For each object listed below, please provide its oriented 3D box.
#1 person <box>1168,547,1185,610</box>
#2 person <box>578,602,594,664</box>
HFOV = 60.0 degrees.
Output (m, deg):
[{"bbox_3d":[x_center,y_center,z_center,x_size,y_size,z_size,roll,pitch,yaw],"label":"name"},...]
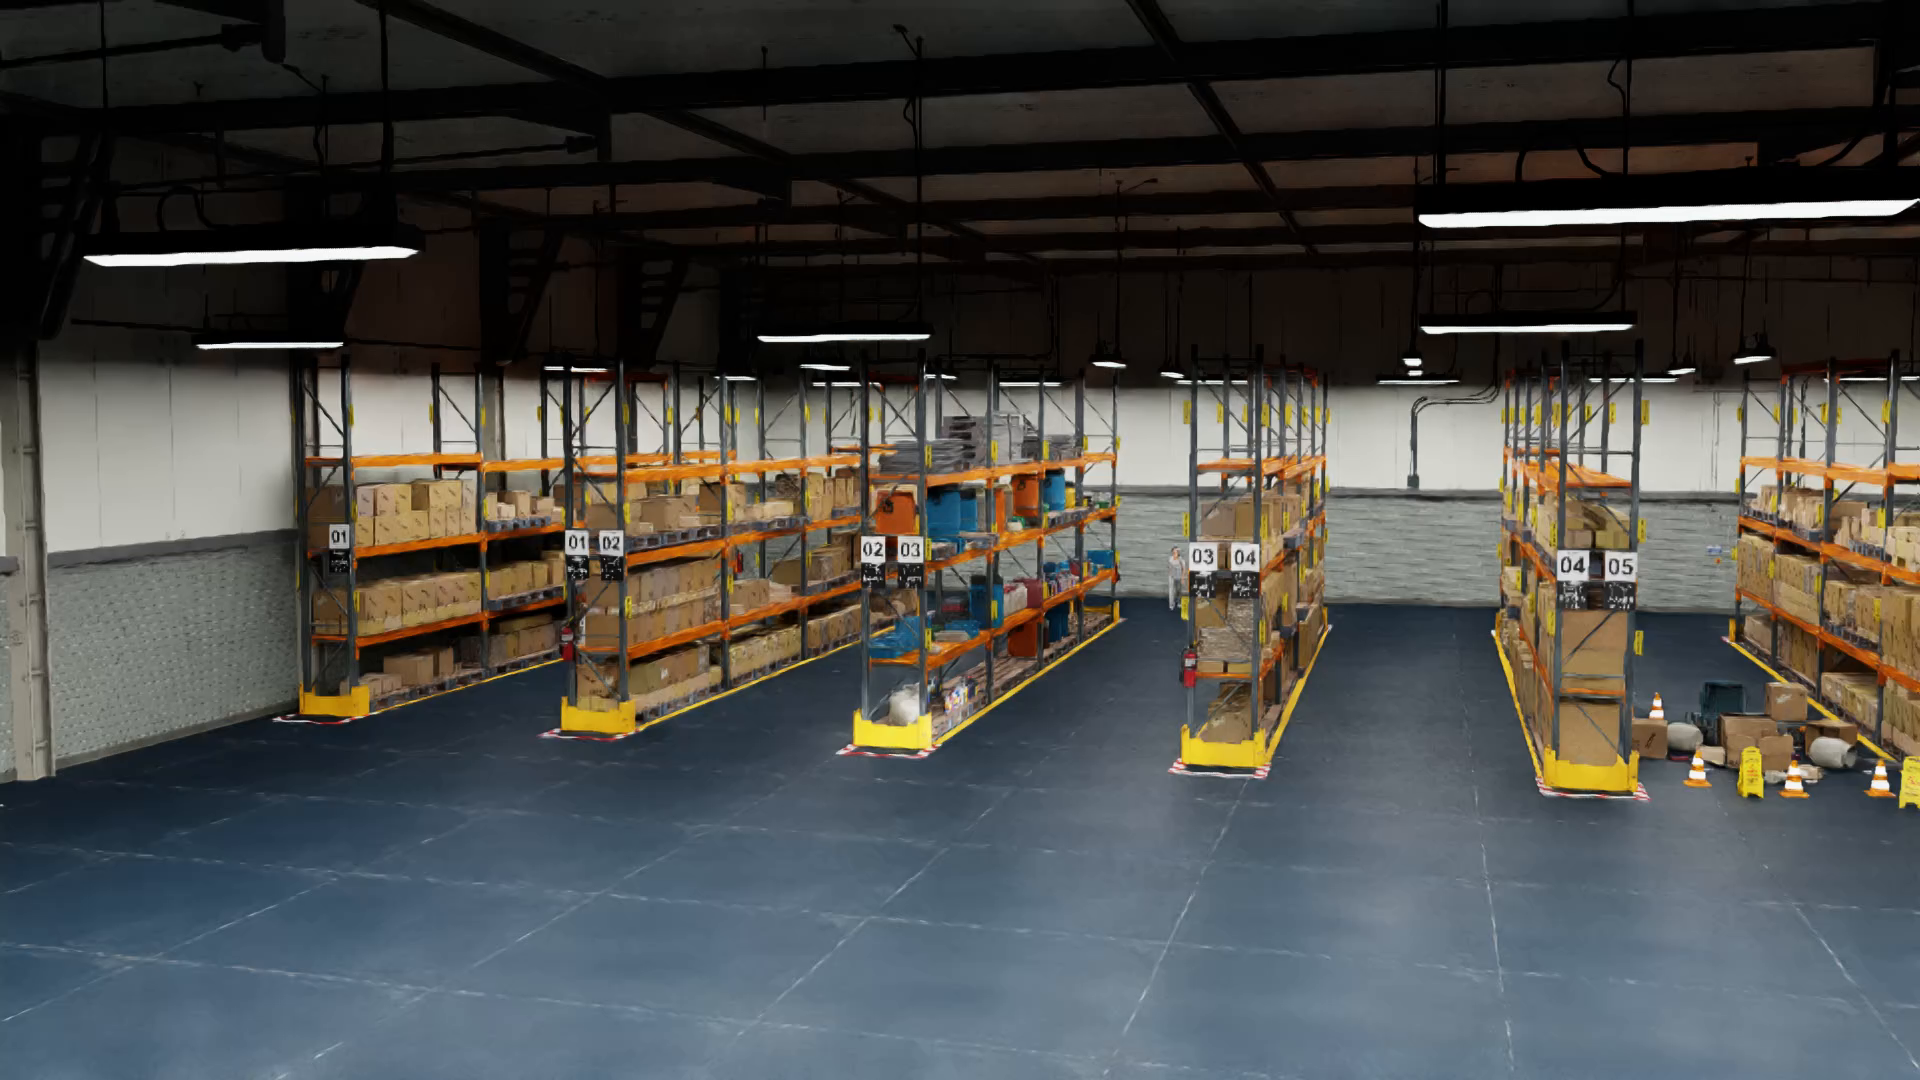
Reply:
[{"bbox_3d":[5.588,0.974,42.929,0.455,1.612,1.019,1,4,15],"label":"person"},{"bbox_3d":[-6.660,1.885,29.764,0.348,1.598,0.502,-1,4,-16],"label":"person"}]
